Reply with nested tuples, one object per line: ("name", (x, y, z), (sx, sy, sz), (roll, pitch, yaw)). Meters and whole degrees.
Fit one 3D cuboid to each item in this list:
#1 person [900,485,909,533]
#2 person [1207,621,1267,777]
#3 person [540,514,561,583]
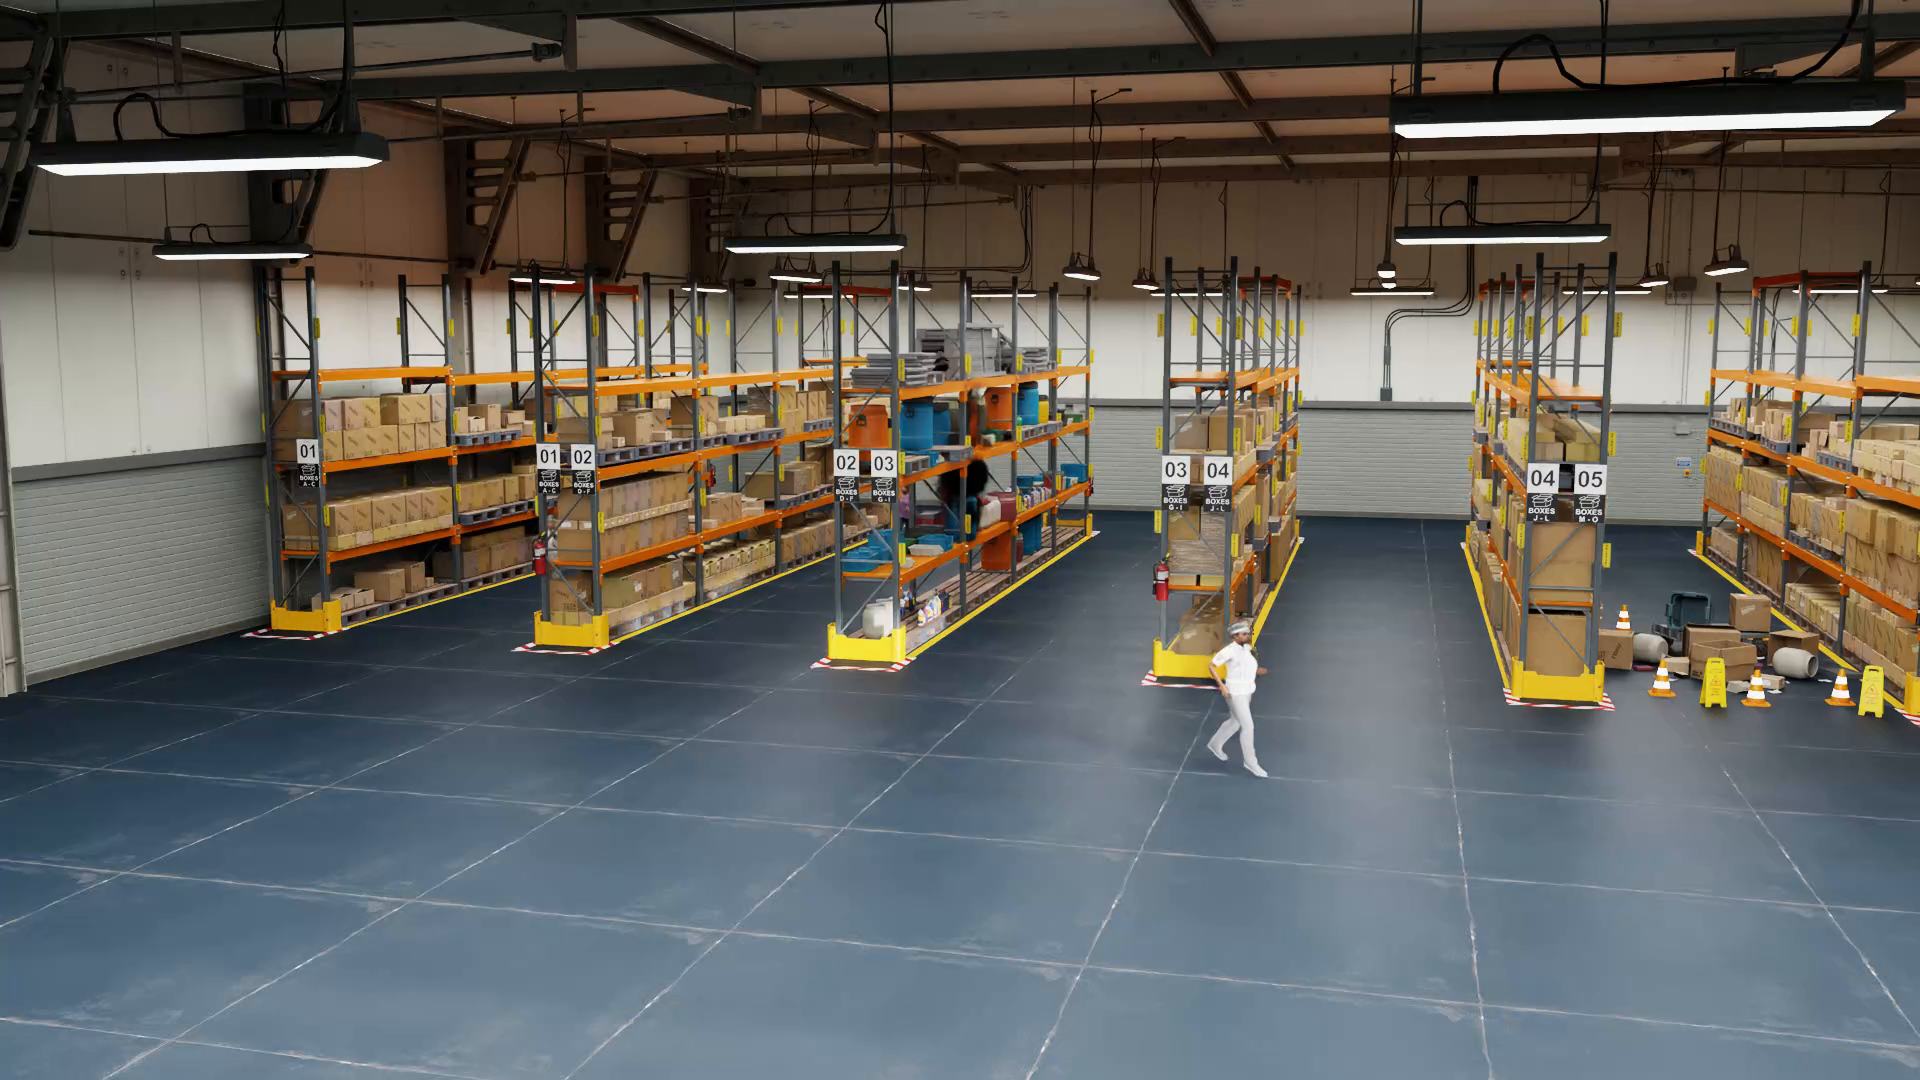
("person", (-1.224, -0.474, 37.042), (0.524, 1.629, 0.701), (1, 7, 7))
("person", (3.166, 1.767, 18.869), (0.839, 1.721, 0.559), (6, 10, 41))
("person", (-7.342, 0.404, 29.852), (0.603, 1.756, 0.619), (1, 7, 6))
